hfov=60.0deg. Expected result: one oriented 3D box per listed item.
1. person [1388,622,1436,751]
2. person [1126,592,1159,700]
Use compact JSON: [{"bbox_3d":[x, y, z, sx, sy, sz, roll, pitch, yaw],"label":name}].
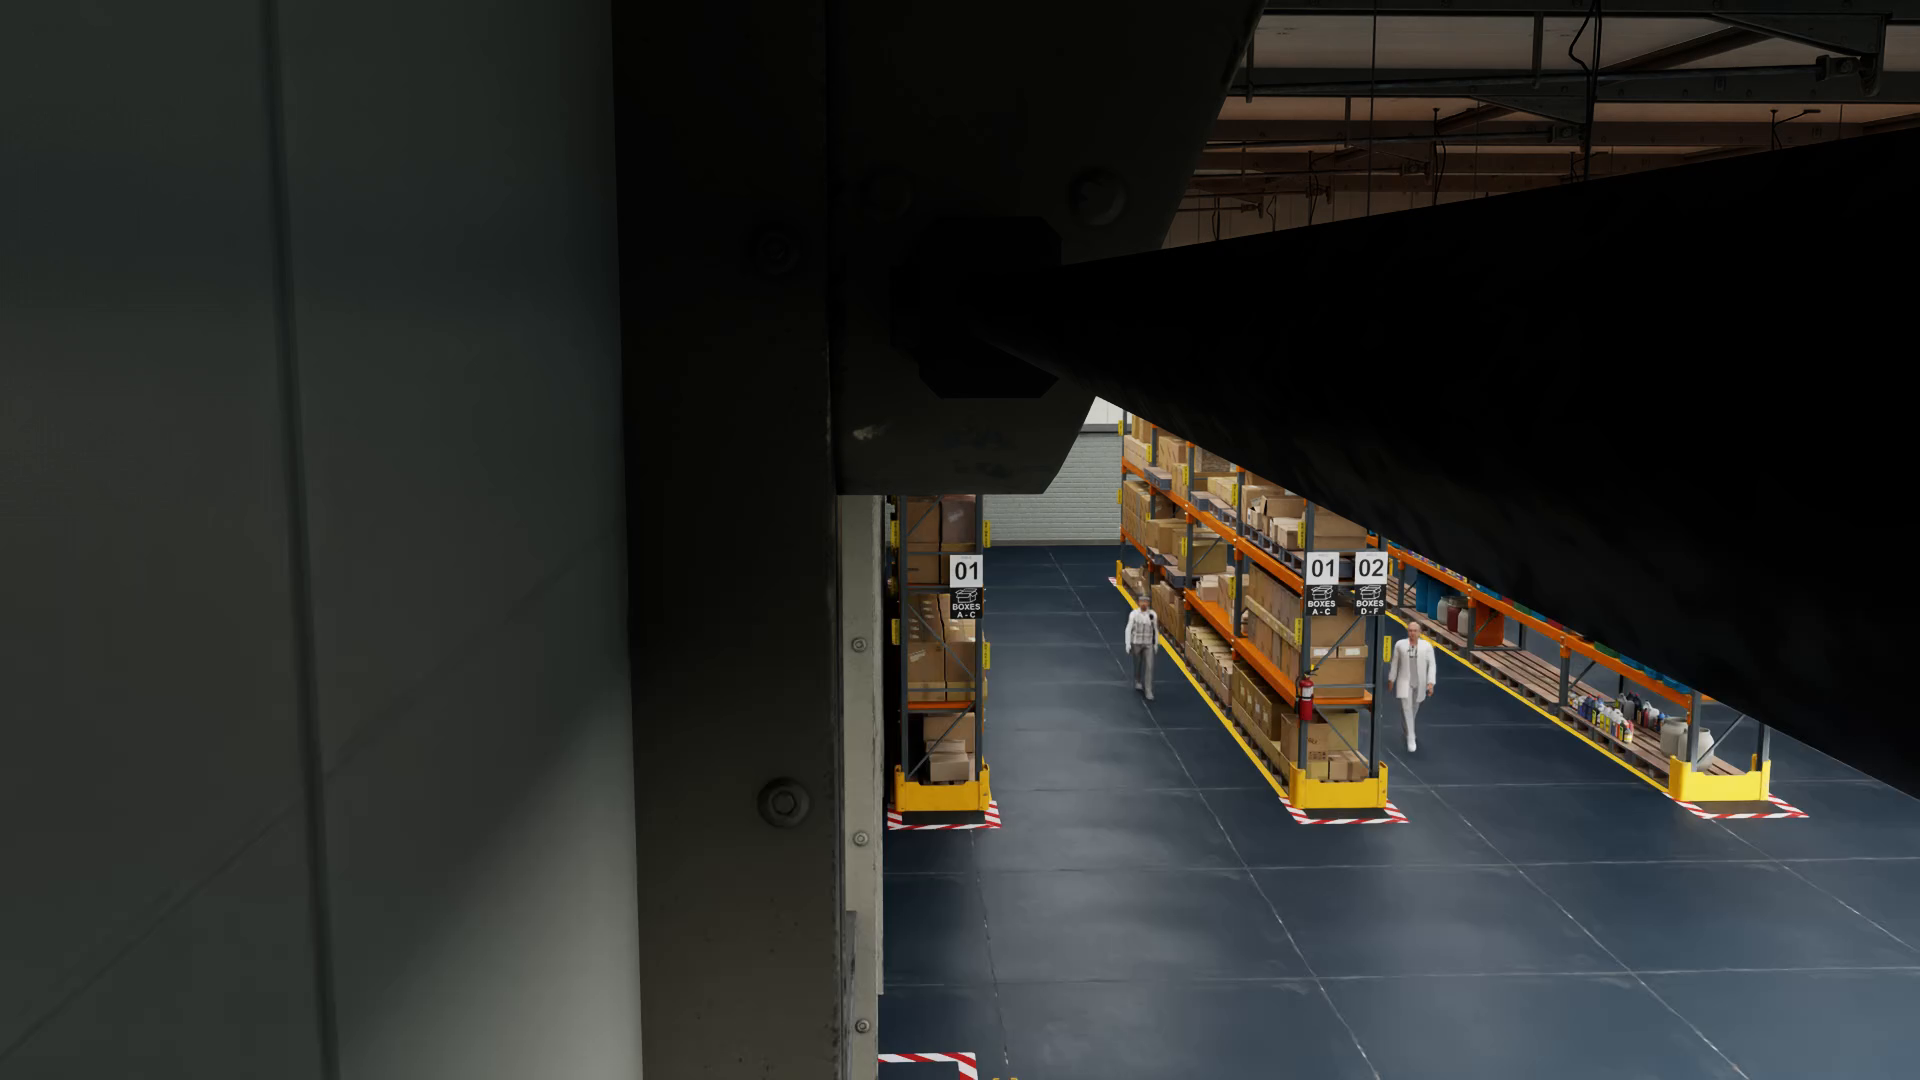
[{"bbox_3d":[6.381,2.015,23.379,0.589,1.717,1.102,0,8,-1],"label":"person"},{"bbox_3d":[2.882,1.632,26.253,0.541,1.631,0.982,0,8,2],"label":"person"}]
